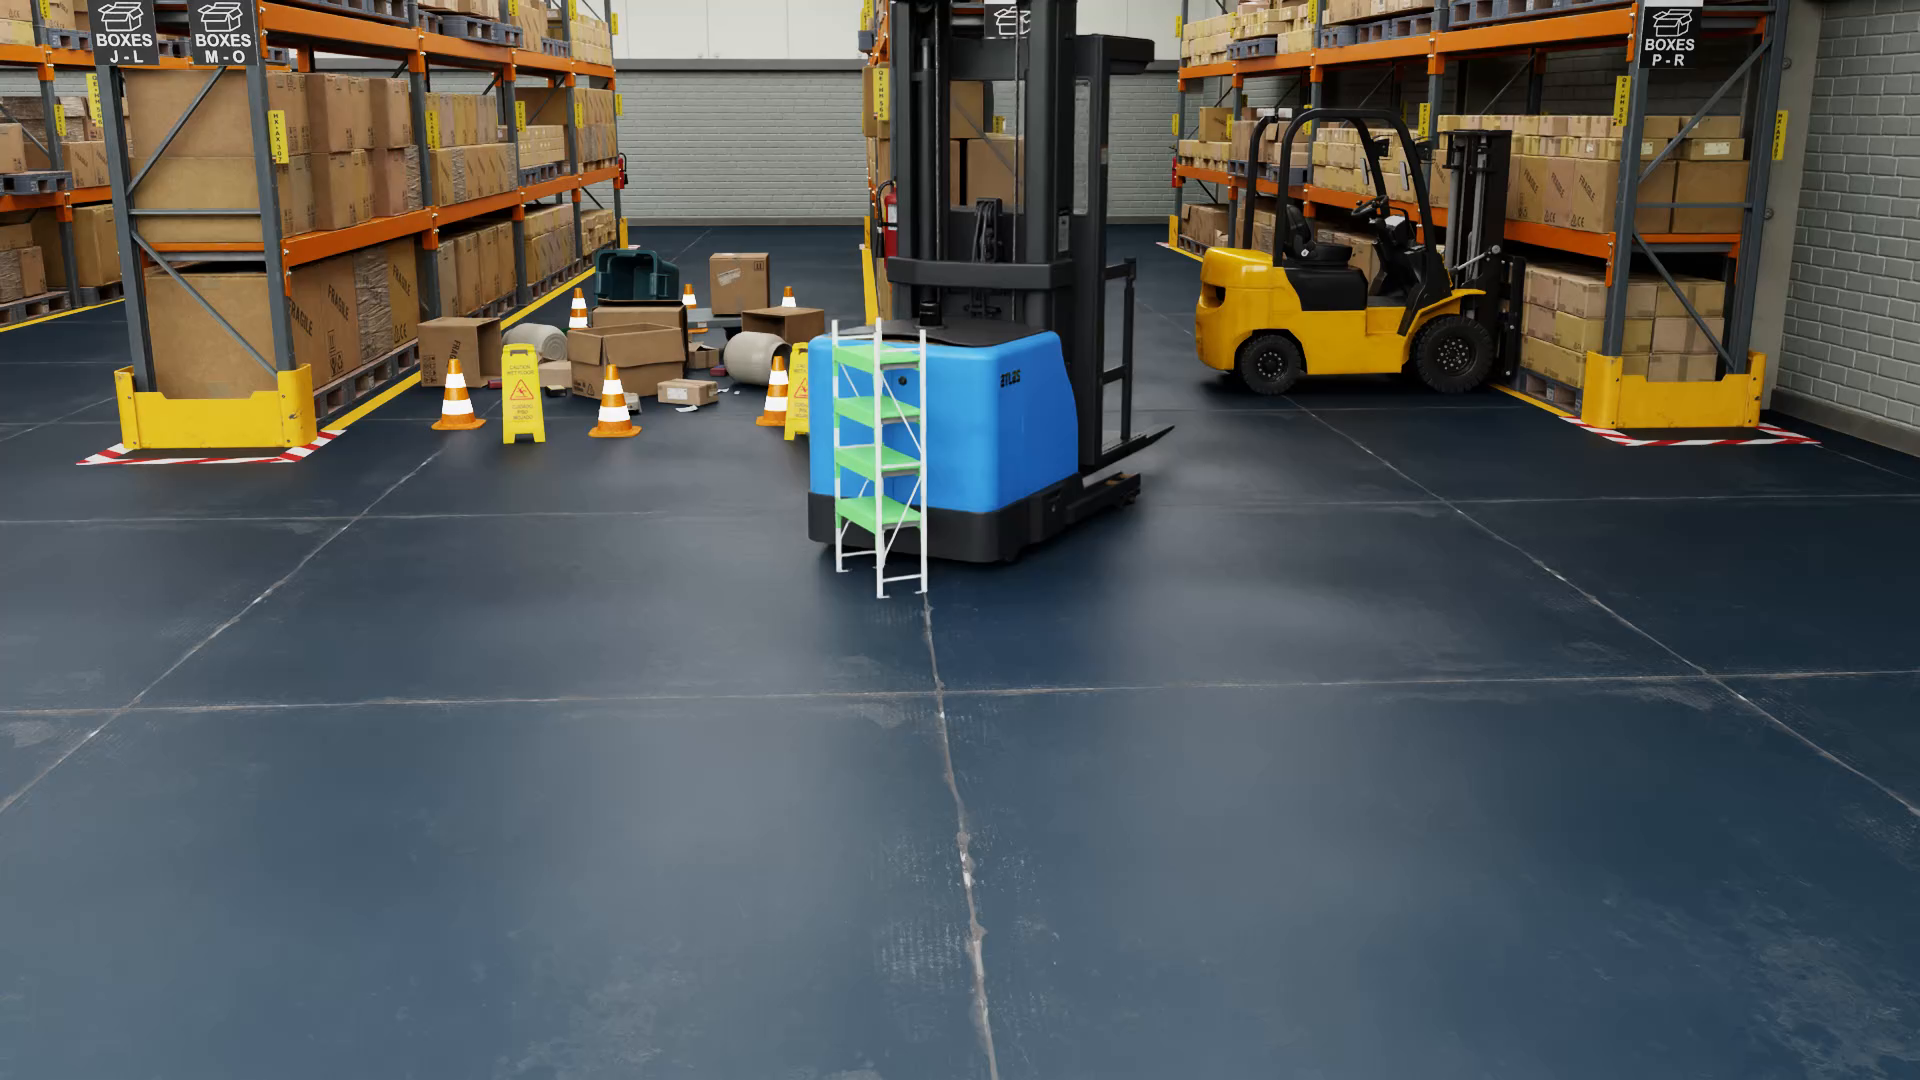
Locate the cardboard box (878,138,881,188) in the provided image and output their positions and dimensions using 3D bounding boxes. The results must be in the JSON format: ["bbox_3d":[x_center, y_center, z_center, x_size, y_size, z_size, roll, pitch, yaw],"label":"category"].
[{"bbox_3d":[-0.458,-3.277,14.444,0.500,0.500,0.500,-1,14,-4],"label":"cardboard box"}]

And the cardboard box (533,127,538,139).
[{"bbox_3d":[-5.307,-4.906,20.040,0.380,0.149,0.250,0,14,-2],"label":"cardboard box"}]

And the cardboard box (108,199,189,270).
[{"bbox_3d":[-10.478,-3.828,20.805,1.225,0.875,0.875,-1,14,-5],"label":"cardboard box"}]

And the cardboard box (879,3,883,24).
[{"bbox_3d":[-0.440,-4.126,13.025,0.380,0.149,0.250,-1,14,-5],"label":"cardboard box"}]

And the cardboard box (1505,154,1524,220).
[{"bbox_3d":[4.605,-2.829,13.300,0.500,0.500,0.500,-1,14,-3],"label":"cardboard box"}]

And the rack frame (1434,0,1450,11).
[{"bbox_3d":[4.747,-6.181,14.489,1.000,3.000,0.127,-1,14,-3],"label":"rack frame"}]

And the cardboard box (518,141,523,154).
[{"bbox_3d":[-5.238,-4.508,19.090,0.380,0.149,0.250,0,14,-1],"label":"cardboard box"}]

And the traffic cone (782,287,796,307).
[{"bbox_3d":[-1.681,-2.256,16.366,0.336,0.463,0.334,-1,14,-3],"label":"traffic cone"}]

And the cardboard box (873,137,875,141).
[{"bbox_3d":[-0.748,-4.850,19.149,0.500,0.500,0.500,-1,14,-5],"label":"cardboard box"}]

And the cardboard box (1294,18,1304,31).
[{"bbox_3d":[4.191,-6.119,19.771,0.380,0.149,0.250,-1,14,-3],"label":"cardboard box"}]

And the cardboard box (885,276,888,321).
[{"bbox_3d":[-0.305,-1.763,12.529,0.500,0.500,0.500,0,14,-1],"label":"cardboard box"}]

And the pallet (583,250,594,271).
[{"bbox_3d":[-5.714,-3.902,23.268,1.003,0.211,1.213,-1,14,-3],"label":"pallet"}]

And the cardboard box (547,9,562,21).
[{"bbox_3d":[-5.413,-6.977,22.102,0.380,0.149,0.250,-1,14,-4],"label":"cardboard box"}]

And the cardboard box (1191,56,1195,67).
[{"bbox_3d":[3.745,-7.316,25.423,0.380,0.149,0.250,-1,14,-2],"label":"cardboard box"}]

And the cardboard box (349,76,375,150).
[{"bbox_3d":[-5.106,-3.328,12.974,0.875,0.550,0.550,-1,14,-3],"label":"cardboard box"}]

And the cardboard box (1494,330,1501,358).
[{"bbox_3d":[4.552,-1.642,13.562,0.500,0.250,0.500,0,14,-2],"label":"cardboard box"}]

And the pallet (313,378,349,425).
[{"bbox_3d":[-5.021,-0.949,11.790,1.003,0.211,1.213,-1,14,-3],"label":"pallet"}]

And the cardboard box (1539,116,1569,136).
[{"bbox_3d":[4.605,-3.125,12.552,0.380,0.149,0.250,-1,14,-2],"label":"cardboard box"}]

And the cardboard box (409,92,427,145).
[{"bbox_3d":[-5.178,-3.752,14.883,0.700,0.500,0.500,-1,14,-4],"label":"cardboard box"}]

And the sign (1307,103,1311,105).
[{"bbox_3d":[4.805,-5.835,22.862,0.100,0.325,0.005,-1,14,-3],"label":"sign"}]

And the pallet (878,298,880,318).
[{"bbox_3d":[-0.335,-2.345,17.217,1.003,0.211,1.213,-1,14,-3],"label":"pallet"}]

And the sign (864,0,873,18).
[{"bbox_3d":[-1.009,-5.928,18.328,0.100,0.325,0.005,-1,14,-3],"label":"sign"}]

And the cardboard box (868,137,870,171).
[{"bbox_3d":[-1.070,-5.600,24.071,0.500,0.500,0.500,-1,14,-4],"label":"cardboard box"}]

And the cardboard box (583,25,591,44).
[{"bbox_3d":[-5.471,-7.081,23.305,0.500,0.250,0.500,-1,14,-2],"label":"cardboard box"}]

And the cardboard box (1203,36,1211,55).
[{"bbox_3d":[3.885,-7.287,24.514,0.500,0.250,0.500,-1,14,-4],"label":"cardboard box"}]

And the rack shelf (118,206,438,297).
[{"bbox_3d":[-5.017,-2.250,12.697,1.077,0.370,4.000,-1,14,-3],"label":"rack shelf"}]

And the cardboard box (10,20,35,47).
[{"bbox_3d":[-10.072,-5.305,17.407,0.500,0.250,0.500,-1,14,-3],"label":"cardboard box"}]

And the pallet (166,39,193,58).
[{"bbox_3d":[-10.634,-6.648,22.502,1.003,0.211,1.213,-1,14,-3],"label":"pallet"}]

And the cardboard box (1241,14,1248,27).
[{"bbox_3d":[3.893,-6.782,21.709,0.380,0.149,0.250,-1,14,-4],"label":"cardboard box"}]

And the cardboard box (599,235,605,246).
[{"bbox_3d":[-5.493,-4.454,24.697,0.380,0.149,0.250,-1,14,-2],"label":"cardboard box"}]

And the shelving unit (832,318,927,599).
[{"bbox_3d":[-0.370,-0.383,7.608,0.258,1.200,0.503,-7,16,-25],"label":"shelving unit"}]

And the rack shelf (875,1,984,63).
[{"bbox_3d":[-0.083,-3.805,12.718,1.077,0.370,4.000,-1,14,-3],"label":"rack shelf"}]

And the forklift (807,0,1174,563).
[{"bbox_3d":[0.363,-1.629,8.975,1.130,2.935,3.031,7,16,26],"label":"forklift"}]

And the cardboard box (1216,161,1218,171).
[{"bbox_3d":[3.912,-5.413,24.049,0.380,0.149,0.250,-1,14,-2],"label":"cardboard box"}]

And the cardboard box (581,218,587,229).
[{"bbox_3d":[-5.513,-4.482,23.610,0.380,0.149,0.250,-1,14,-5],"label":"cardboard box"}]

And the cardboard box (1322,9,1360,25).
[{"bbox_3d":[4.218,-5.770,18.338,0.380,0.166,0.250,-1,14,-4],"label":"cardboard box"}]

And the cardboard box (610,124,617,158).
[{"bbox_3d":[-5.600,-6.165,25.671,0.500,0.500,0.500,-1,14,-2],"label":"cardboard box"}]

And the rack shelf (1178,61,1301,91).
[{"bbox_3d":[4.127,-6.867,24.619,1.077,0.370,4.000,-1,14,-3],"label":"rack shelf"}]

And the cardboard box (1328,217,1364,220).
[{"bbox_3d":[4.769,-3.908,20.566,0.380,0.149,0.250,-2,15,-6],"label":"cardboard box"}]

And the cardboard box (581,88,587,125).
[{"bbox_3d":[-5.469,-6.007,23.050,0.500,0.500,0.500,-1,14,-5],"label":"cardboard box"}]

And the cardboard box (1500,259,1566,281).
[{"bbox_3d":[4.552,-2.125,13.433,0.500,0.250,0.500,-1,14,-5],"label":"cardboard box"}]

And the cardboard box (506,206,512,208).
[{"bbox_3d":[-5.819,-4.122,21.194,0.500,0.250,0.500,0,14,-2],"label":"cardboard box"}]

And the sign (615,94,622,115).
[{"bbox_3d":[-5.330,-6.798,25.970,0.100,0.325,0.005,-1,14,-3],"label":"sign"}]

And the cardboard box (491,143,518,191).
[{"bbox_3d":[-5.093,-4.032,17.975,0.500,0.500,0.500,-1,14,-3],"label":"cardboard box"}]

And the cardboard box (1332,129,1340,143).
[{"bbox_3d":[4.284,-4.419,18.179,0.380,0.149,0.250,0,14,-2],"label":"cardboard box"}]

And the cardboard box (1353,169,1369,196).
[{"bbox_3d":[4.378,-3.701,17.193,0.500,0.250,0.500,0,14,-2],"label":"cardboard box"}]

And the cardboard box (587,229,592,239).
[{"bbox_3d":[-5.504,-4.405,23.910,0.380,0.149,0.250,0,14,-1],"label":"cardboard box"}]

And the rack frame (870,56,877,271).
[{"bbox_3d":[-0.703,-5.187,22.668,1.000,3.000,0.127,-1,14,-3],"label":"rack frame"}]

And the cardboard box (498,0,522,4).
[{"bbox_3d":[-5.171,-6.196,18.831,0.396,0.266,0.258,-1,14,-3],"label":"cardboard box"}]

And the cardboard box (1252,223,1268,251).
[{"bbox_3d":[4.126,-3.878,21.751,0.500,0.500,0.500,-1,14,-5],"label":"cardboard box"}]

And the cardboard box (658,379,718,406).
[{"bbox_3d":[-2.056,-1.117,12.569,0.380,0.149,0.250,7,16,26],"label":"cardboard box"}]

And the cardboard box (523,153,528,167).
[{"bbox_3d":[-5.249,-4.421,19.351,0.380,0.149,0.250,0,14,-1],"label":"cardboard box"}]

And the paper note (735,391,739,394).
[{"bbox_3d":[-1.741,-1.152,12.984,0.032,0.001,0.123,-1,14,-3],"label":"paper note"}]

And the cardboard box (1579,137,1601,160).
[{"bbox_3d":[4.648,-2.788,11.841,0.380,0.149,0.250,-1,14,-3],"label":"cardboard box"}]
